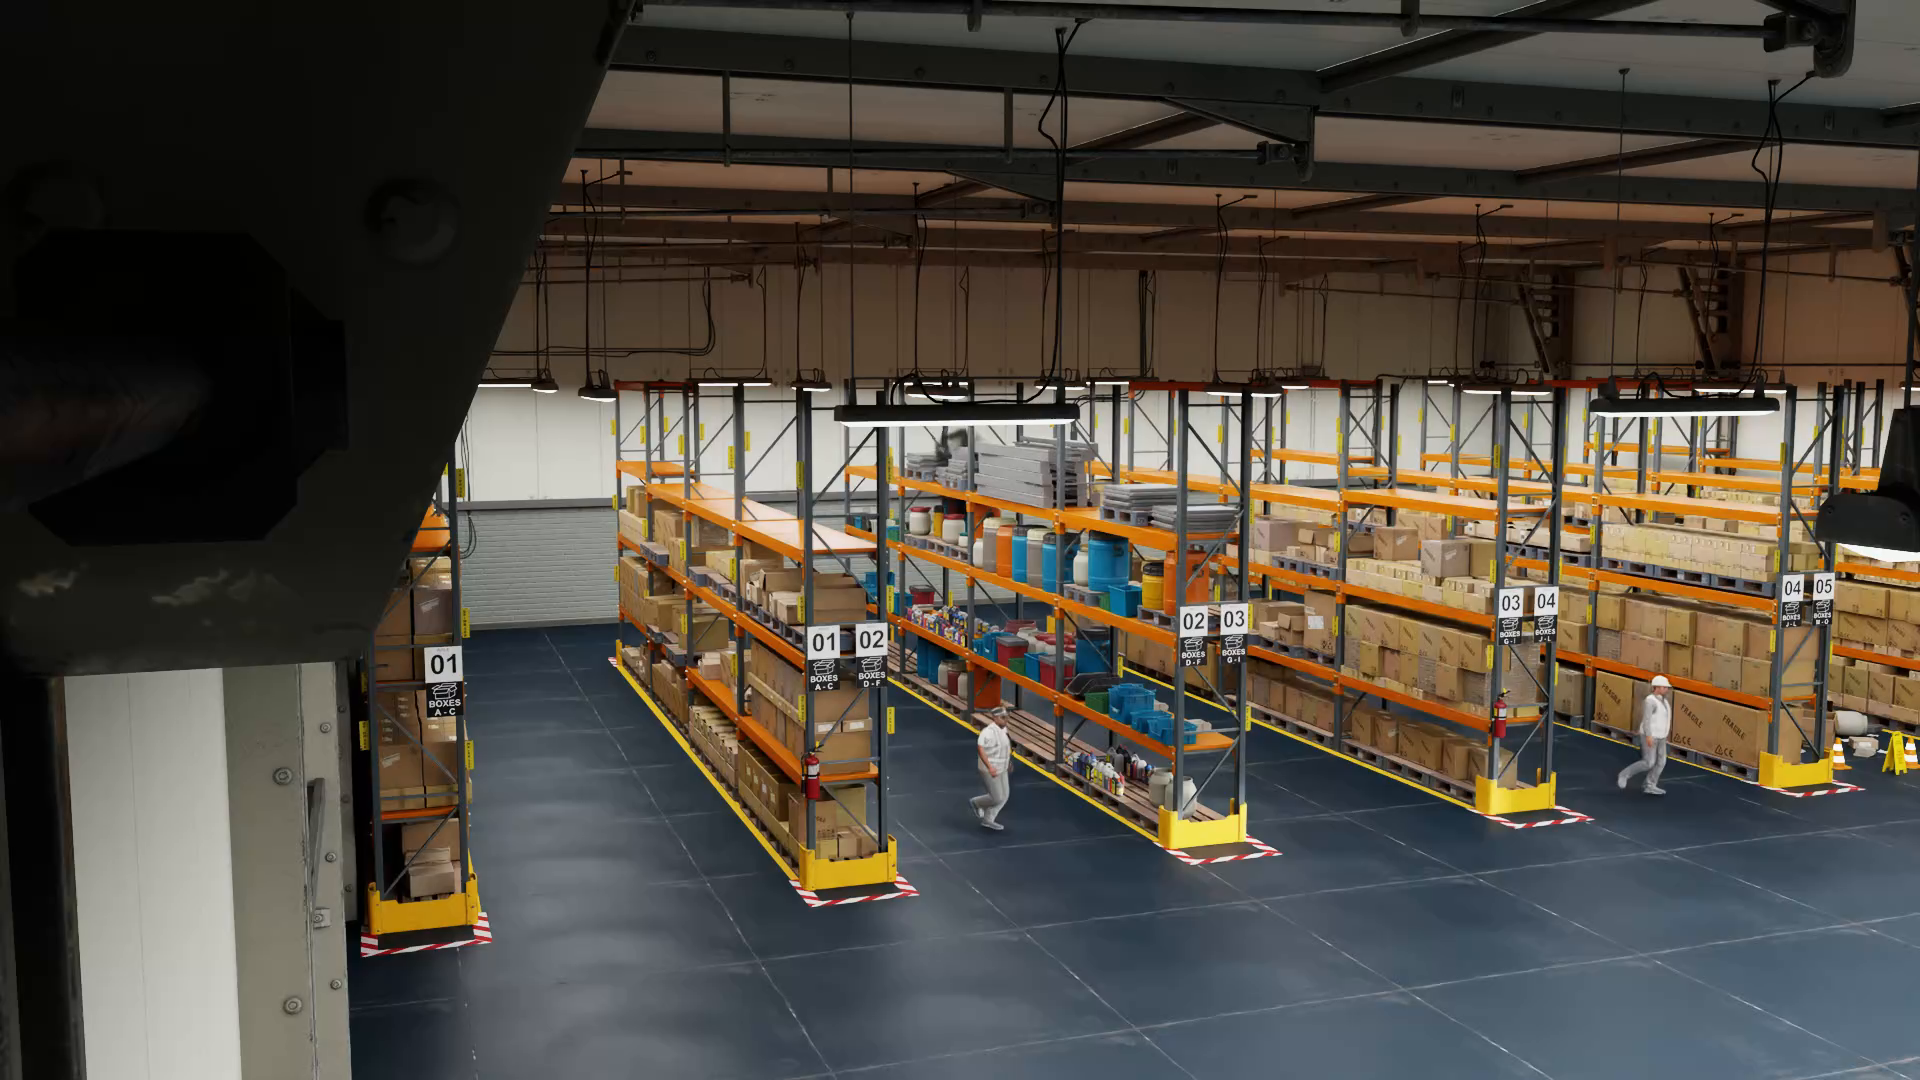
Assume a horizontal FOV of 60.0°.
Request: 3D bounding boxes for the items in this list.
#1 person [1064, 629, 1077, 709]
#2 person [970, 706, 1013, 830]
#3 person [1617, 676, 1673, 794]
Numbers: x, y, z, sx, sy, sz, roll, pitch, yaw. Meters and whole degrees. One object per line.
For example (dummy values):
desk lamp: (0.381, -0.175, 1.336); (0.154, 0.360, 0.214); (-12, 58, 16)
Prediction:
person: (2.042, 2.346, 30.860); (0.653, 1.530, 1.154); (-1, 6, -9)
person: (0.404, 3.090, 22.705); (0.572, 1.719, 0.660); (4, 7, 35)
person: (10.098, 2.864, 24.493); (0.710, 1.749, 0.600); (-5, 8, -40)
